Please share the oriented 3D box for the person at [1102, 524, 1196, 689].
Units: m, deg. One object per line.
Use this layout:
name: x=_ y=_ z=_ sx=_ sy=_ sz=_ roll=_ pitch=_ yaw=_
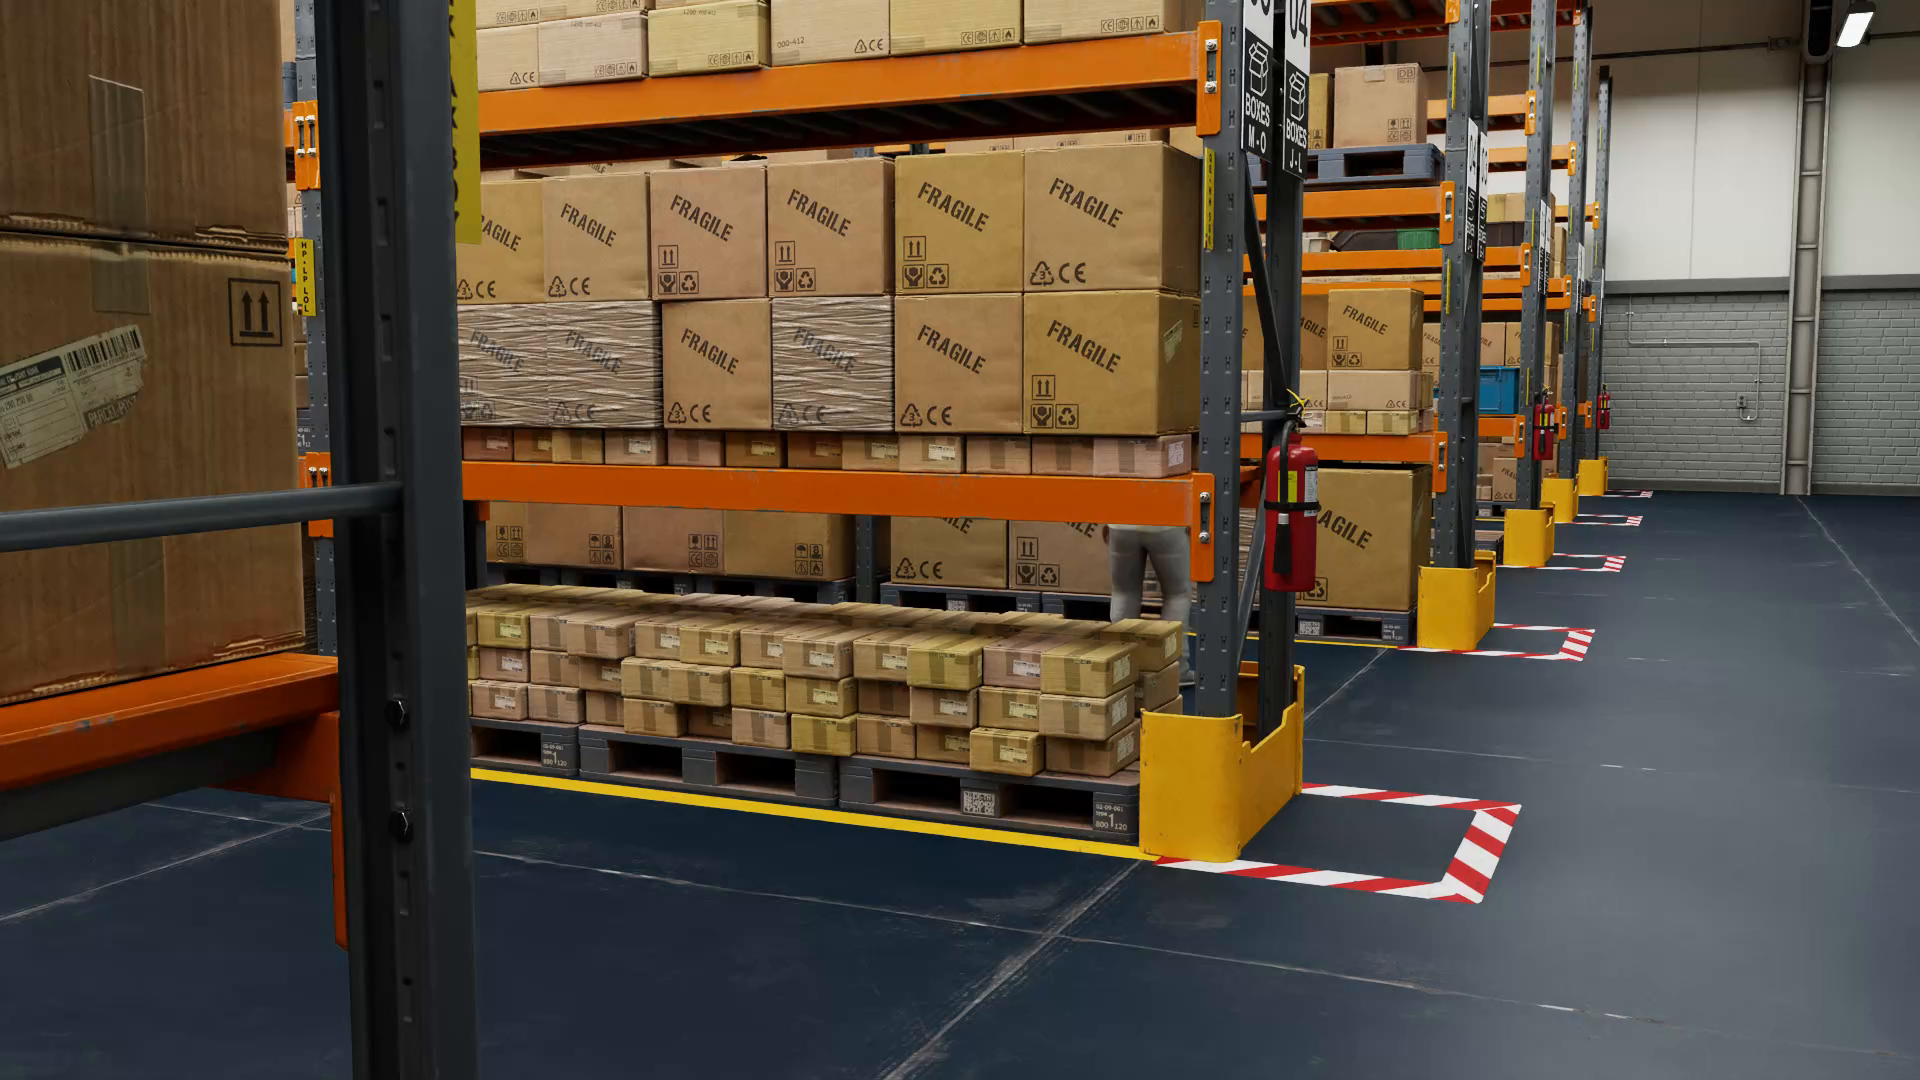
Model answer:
person: x=1.005 y=-0.086 z=8.889 sx=0.574 sy=1.746 sz=0.434 roll=2 pitch=6 yaw=22
